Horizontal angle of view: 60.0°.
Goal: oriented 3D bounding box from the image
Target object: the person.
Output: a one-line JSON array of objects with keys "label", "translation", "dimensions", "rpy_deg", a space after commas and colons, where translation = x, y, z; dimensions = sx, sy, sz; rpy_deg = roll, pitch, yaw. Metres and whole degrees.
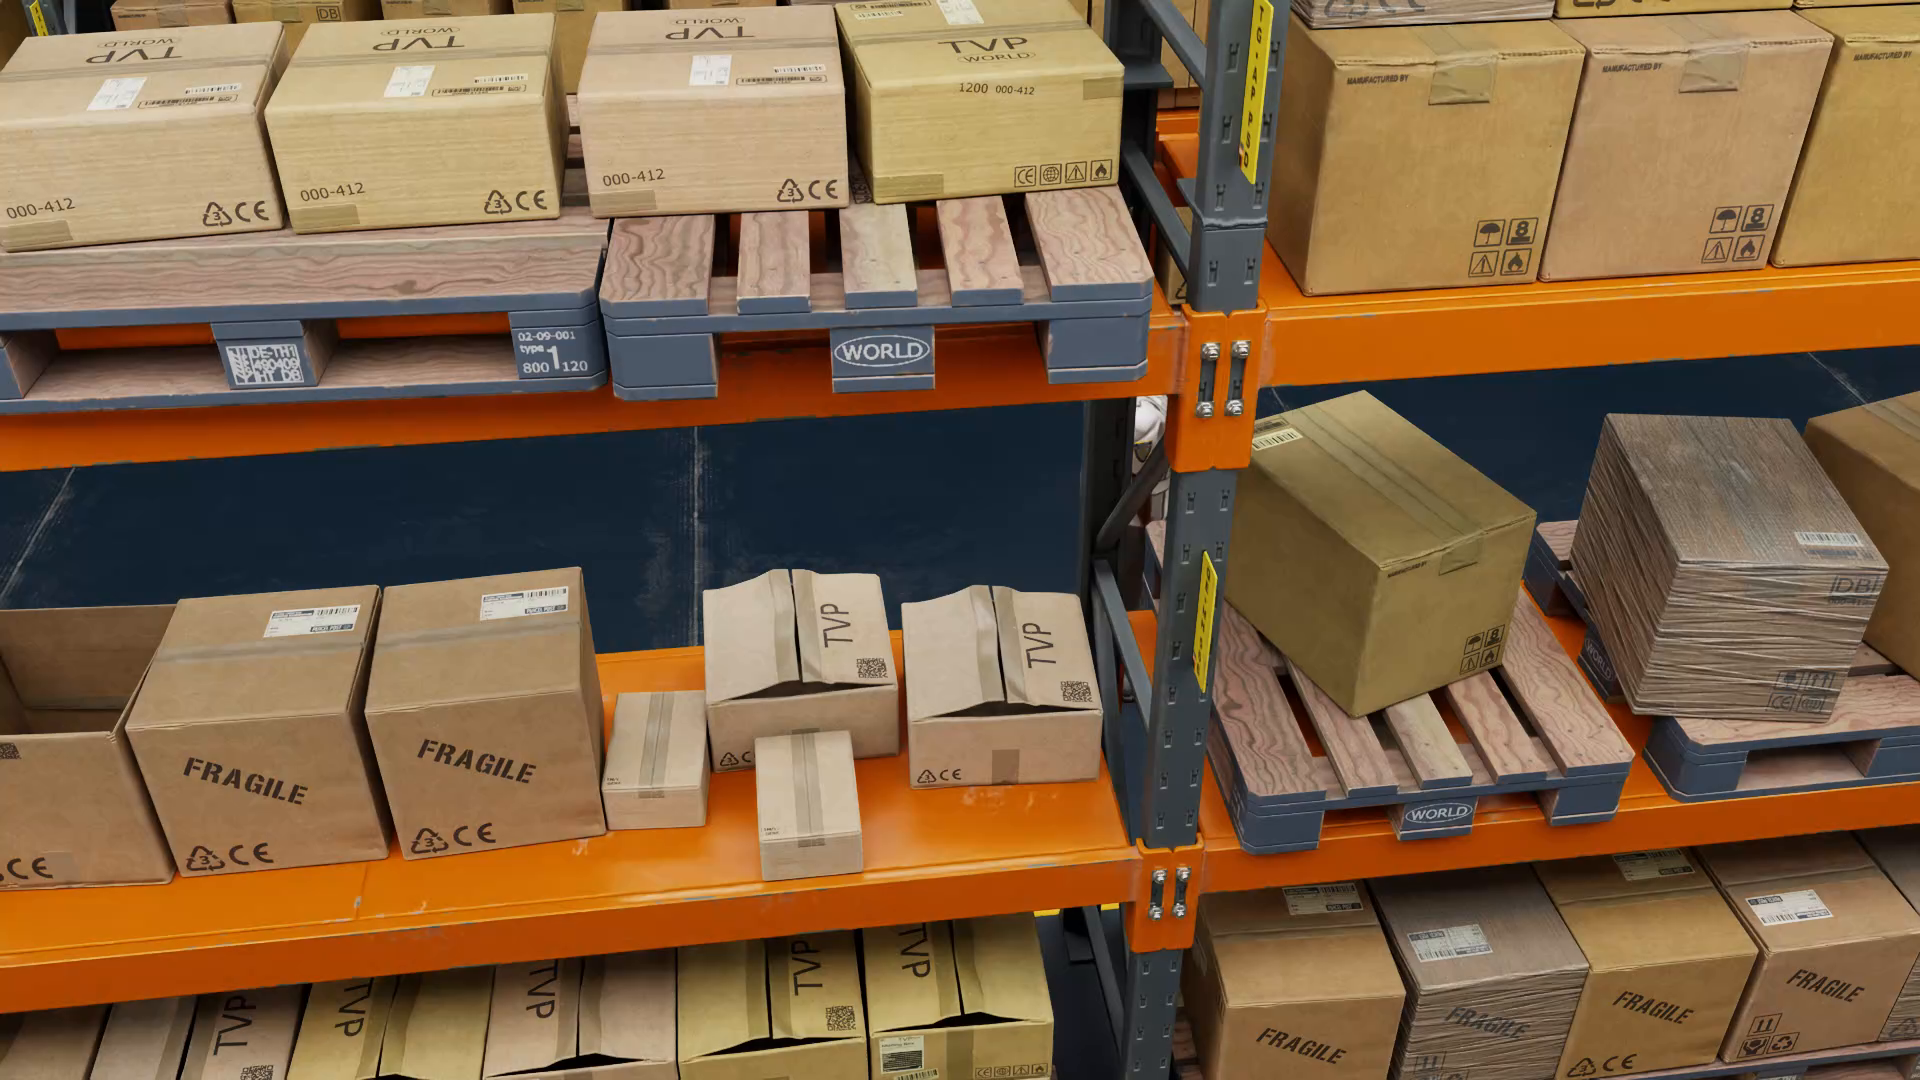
[{"label": "person", "translation": [0.636, -0.118, 6.331], "dimensions": [0.338, 1.652, 0.441], "rpy_deg": [-4, 35, -5]}]
